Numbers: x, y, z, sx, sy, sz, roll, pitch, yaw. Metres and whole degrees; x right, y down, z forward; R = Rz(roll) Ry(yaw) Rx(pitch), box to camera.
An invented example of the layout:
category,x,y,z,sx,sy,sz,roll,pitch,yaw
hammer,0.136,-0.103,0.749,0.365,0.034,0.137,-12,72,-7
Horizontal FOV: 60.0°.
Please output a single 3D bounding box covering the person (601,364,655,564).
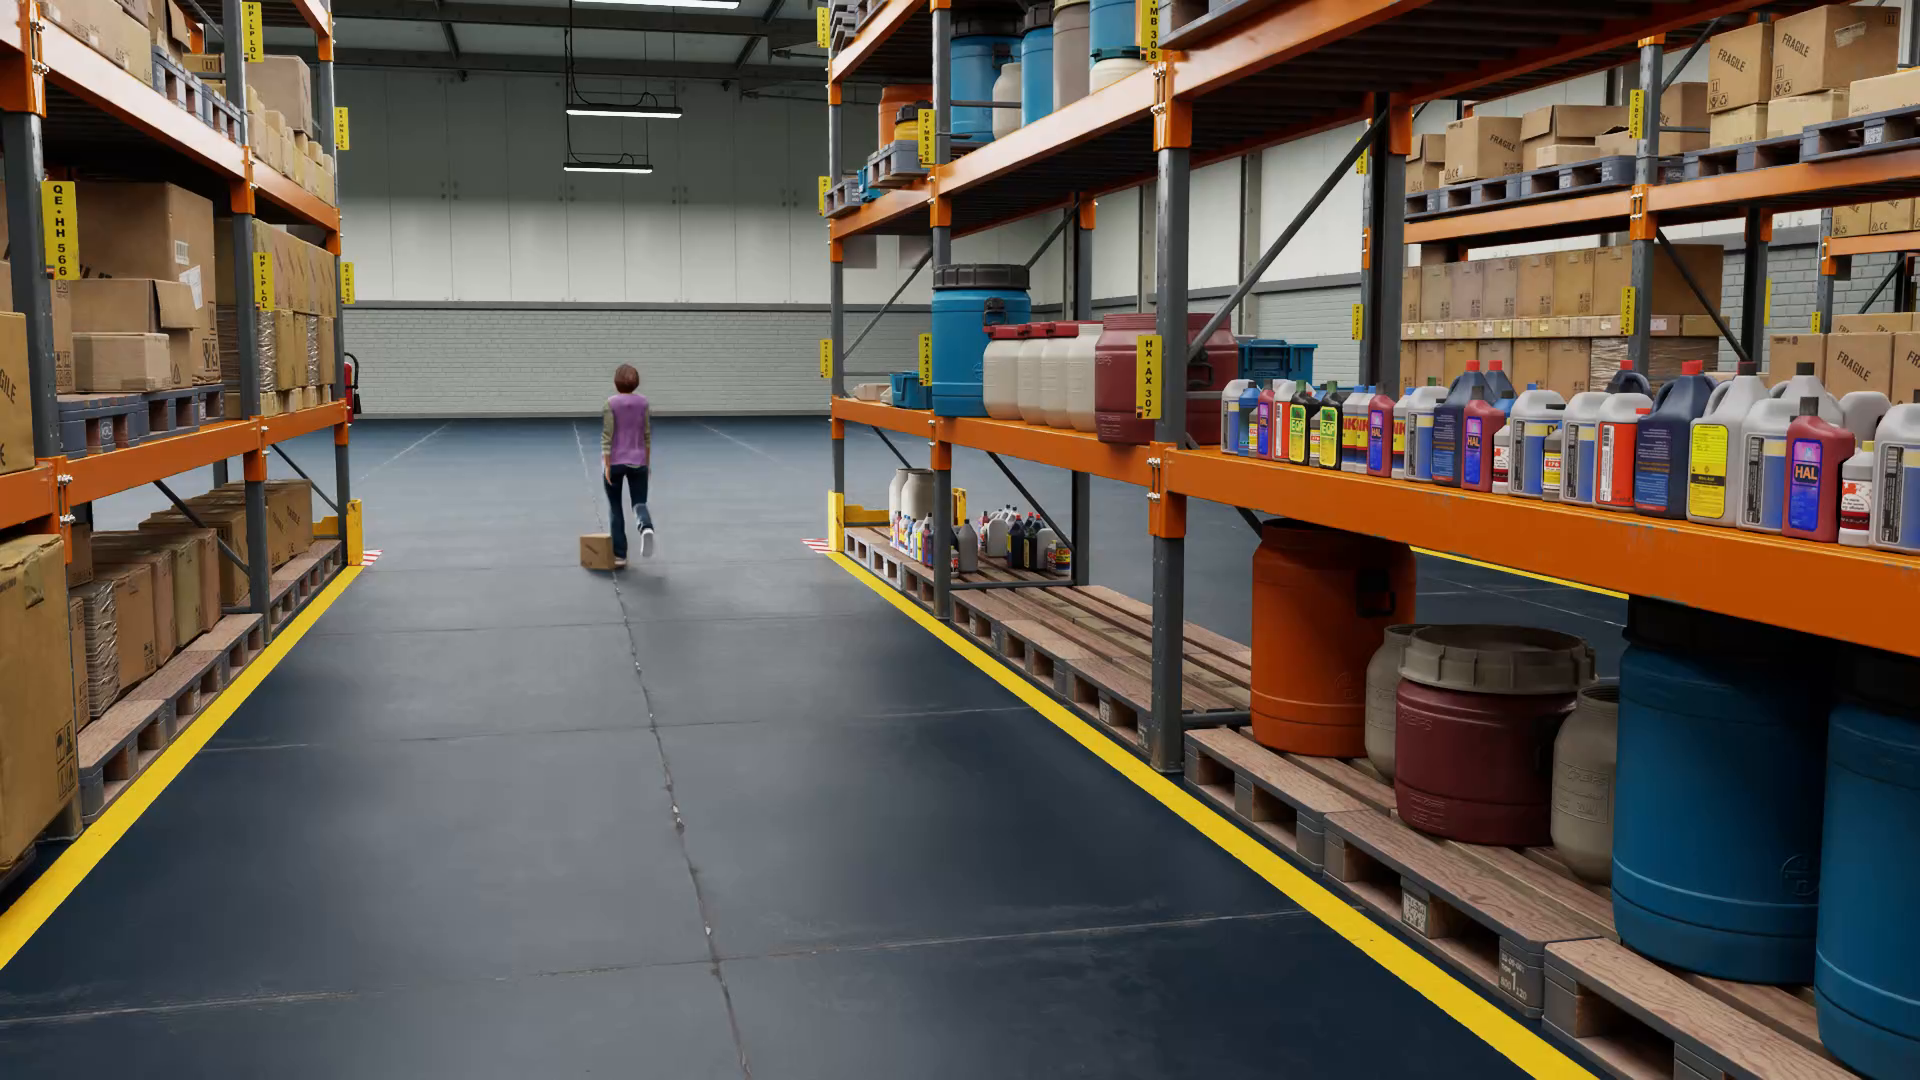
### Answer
category,x,y,z,sx,sy,sz,roll,pitch,yaw
person,-2.586,-0.578,12.936,0.410,1.577,0.656,-3,7,-25
